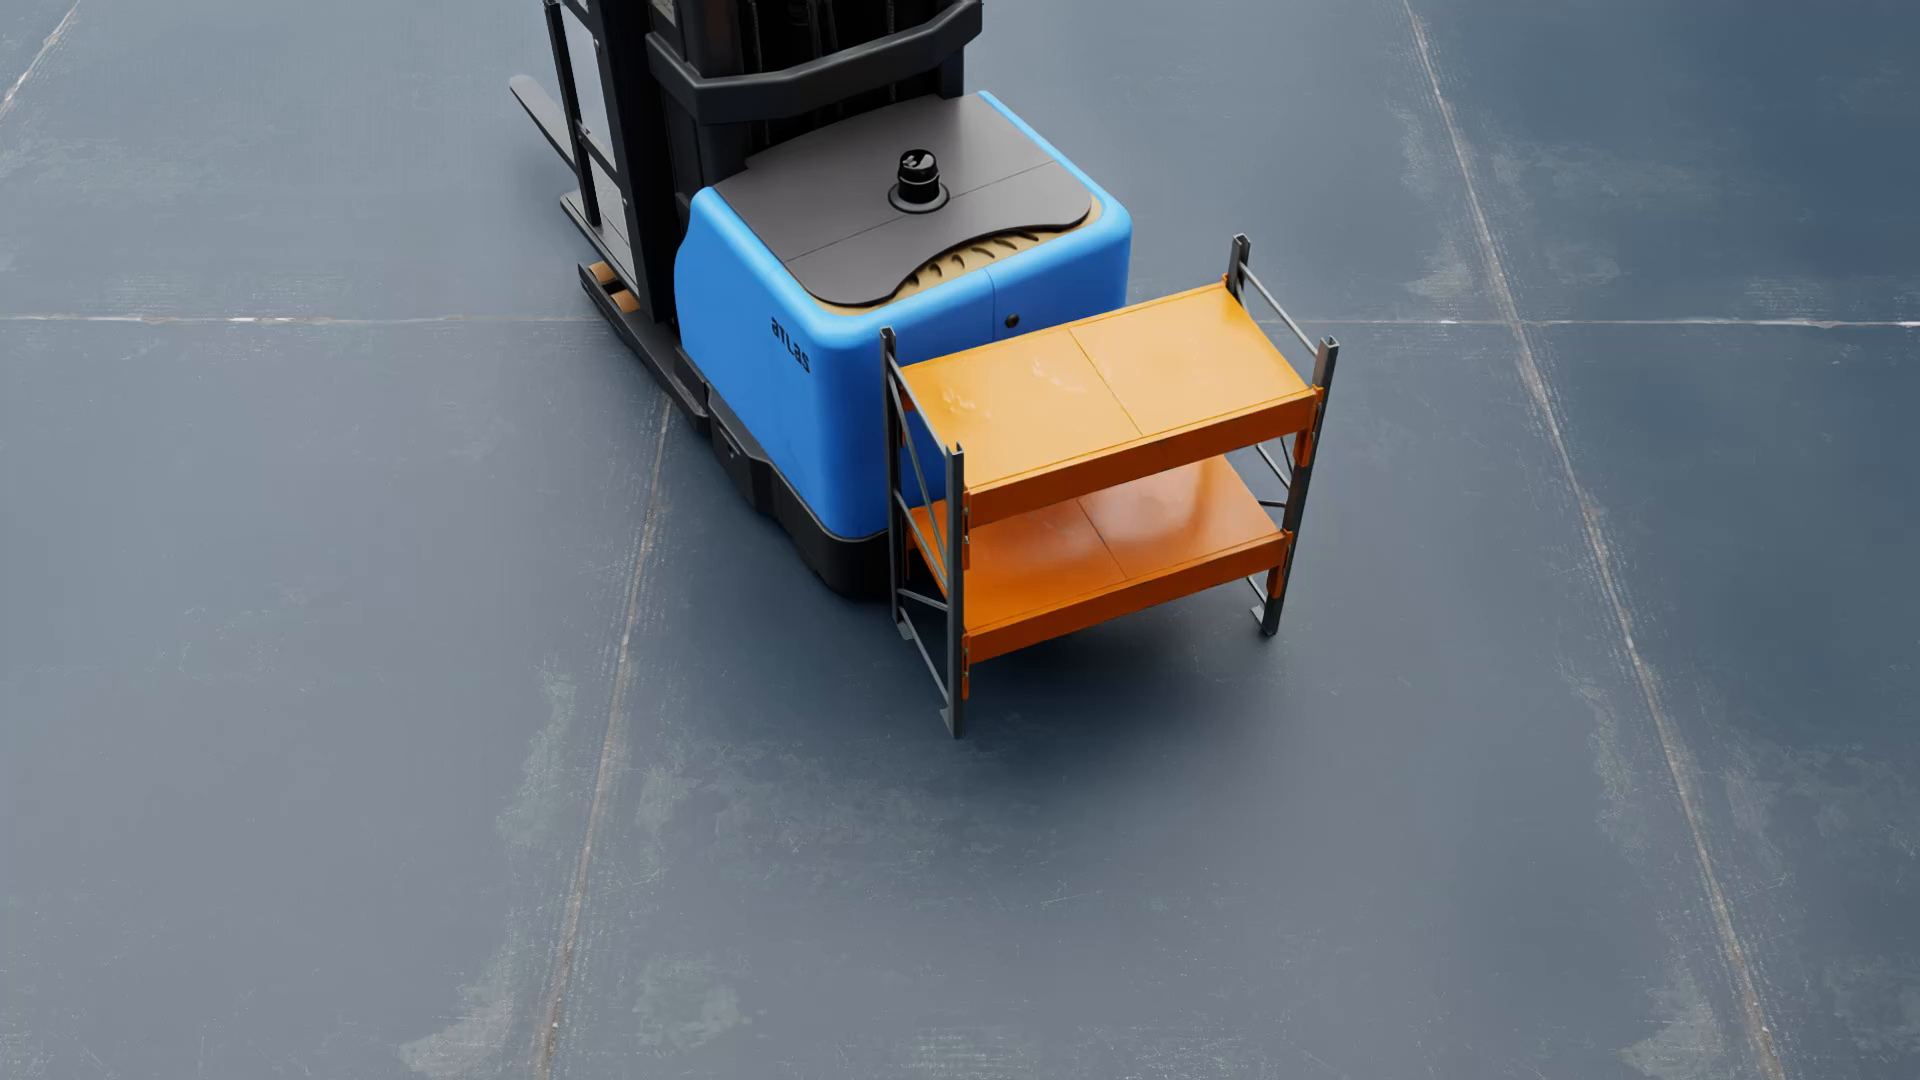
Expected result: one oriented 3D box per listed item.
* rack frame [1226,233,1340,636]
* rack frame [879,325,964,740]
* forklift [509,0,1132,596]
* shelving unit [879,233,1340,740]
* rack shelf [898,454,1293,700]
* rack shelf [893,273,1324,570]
[{"bbox_3d":[0.844,-0.270,4.733,0.032,1.125,0.500,-17,49,-15],"label":"rack frame"},{"bbox_3d":[-0.097,0.011,4.471,0.032,1.125,0.500,-17,49,-15],"label":"rack frame"},{"bbox_3d":[-0.714,-1.892,5.009,1.130,2.935,3.031,-25,52,-21],"label":"forklift"},{"bbox_3d":[0.373,-0.129,4.602,1.048,1.125,0.538,-17,49,-15],"label":"shelving unit"},{"bbox_3d":[0.373,0.037,4.781,1.000,0.278,0.538,-17,49,-15],"label":"rack shelf"},{"bbox_3d":[0.373,-0.329,4.388,1.000,0.278,0.538,-17,49,-15],"label":"rack shelf"}]
